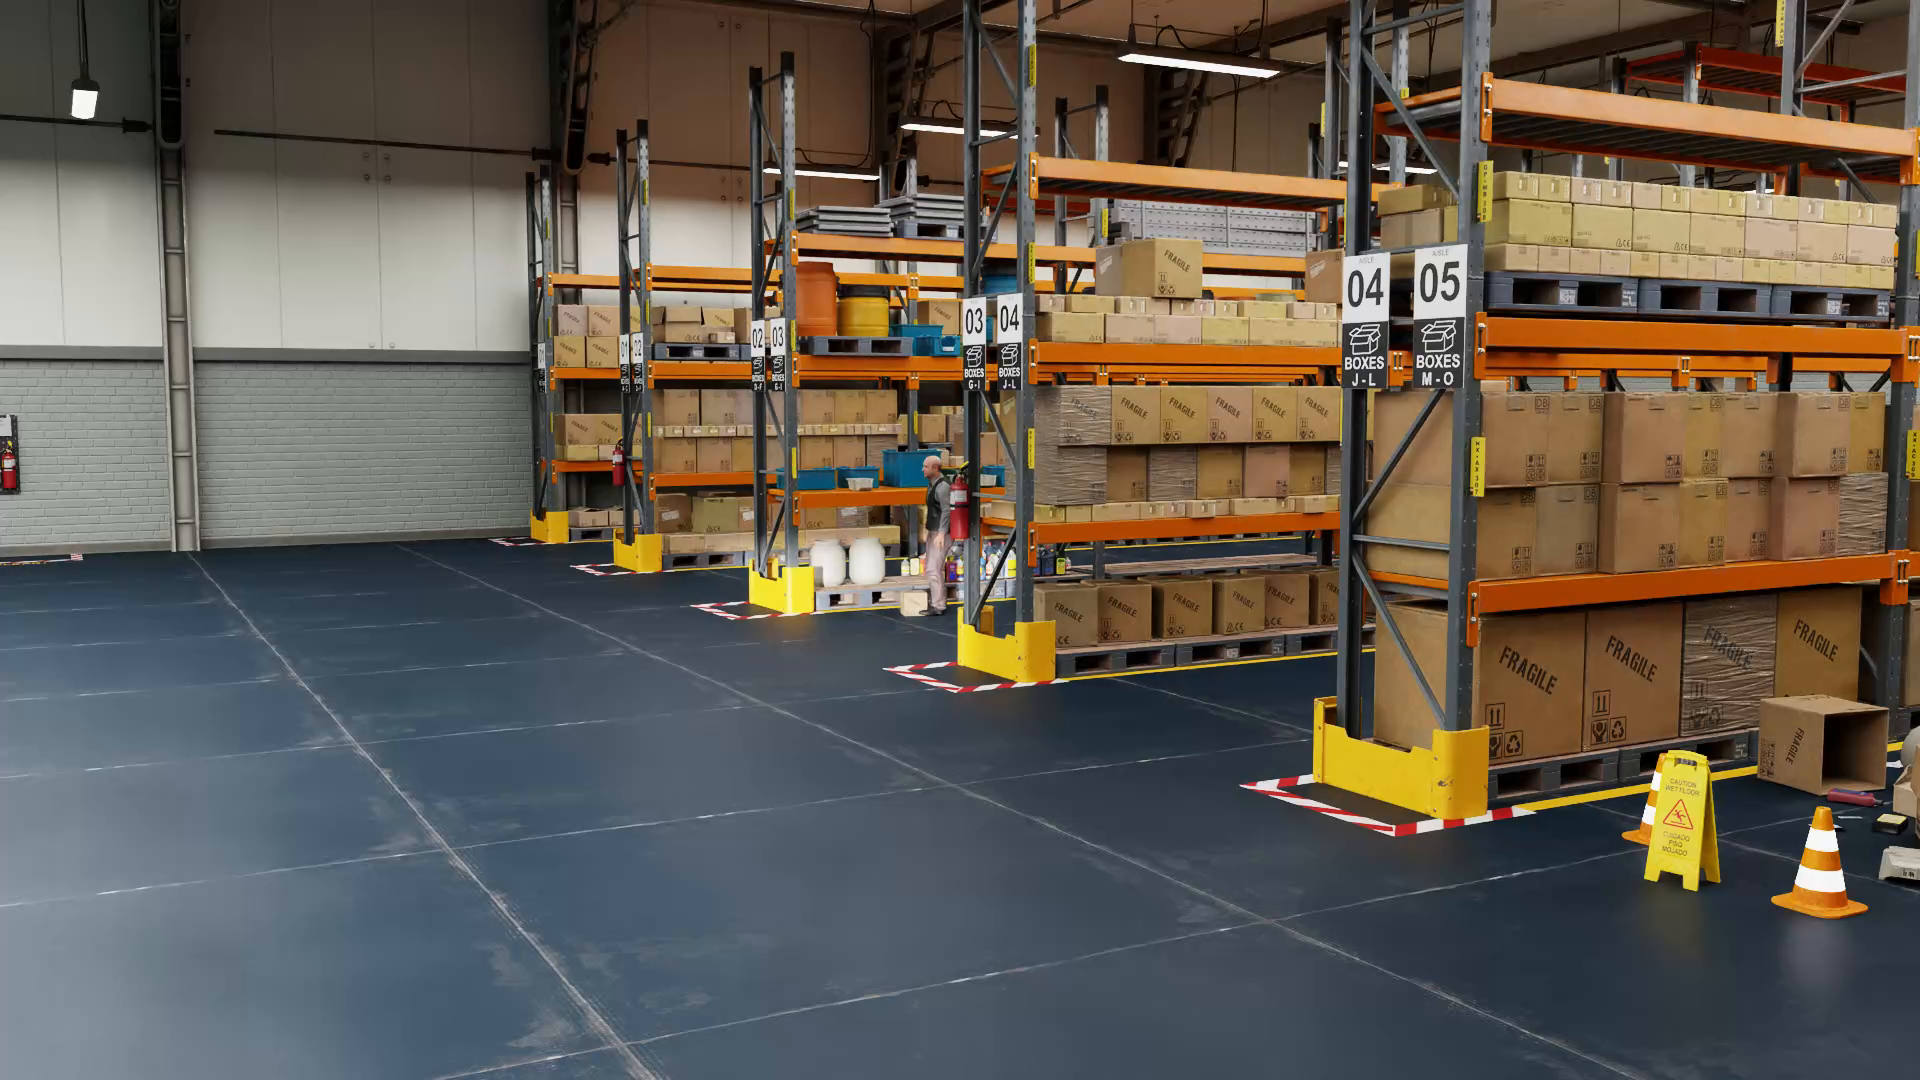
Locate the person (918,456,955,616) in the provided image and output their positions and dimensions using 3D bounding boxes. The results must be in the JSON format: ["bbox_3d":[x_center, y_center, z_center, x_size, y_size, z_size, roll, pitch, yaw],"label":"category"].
[{"bbox_3d":[-0.248,-0.053,17.986,0.470,1.721,0.594,-1,5,-13],"label":"person"}]
